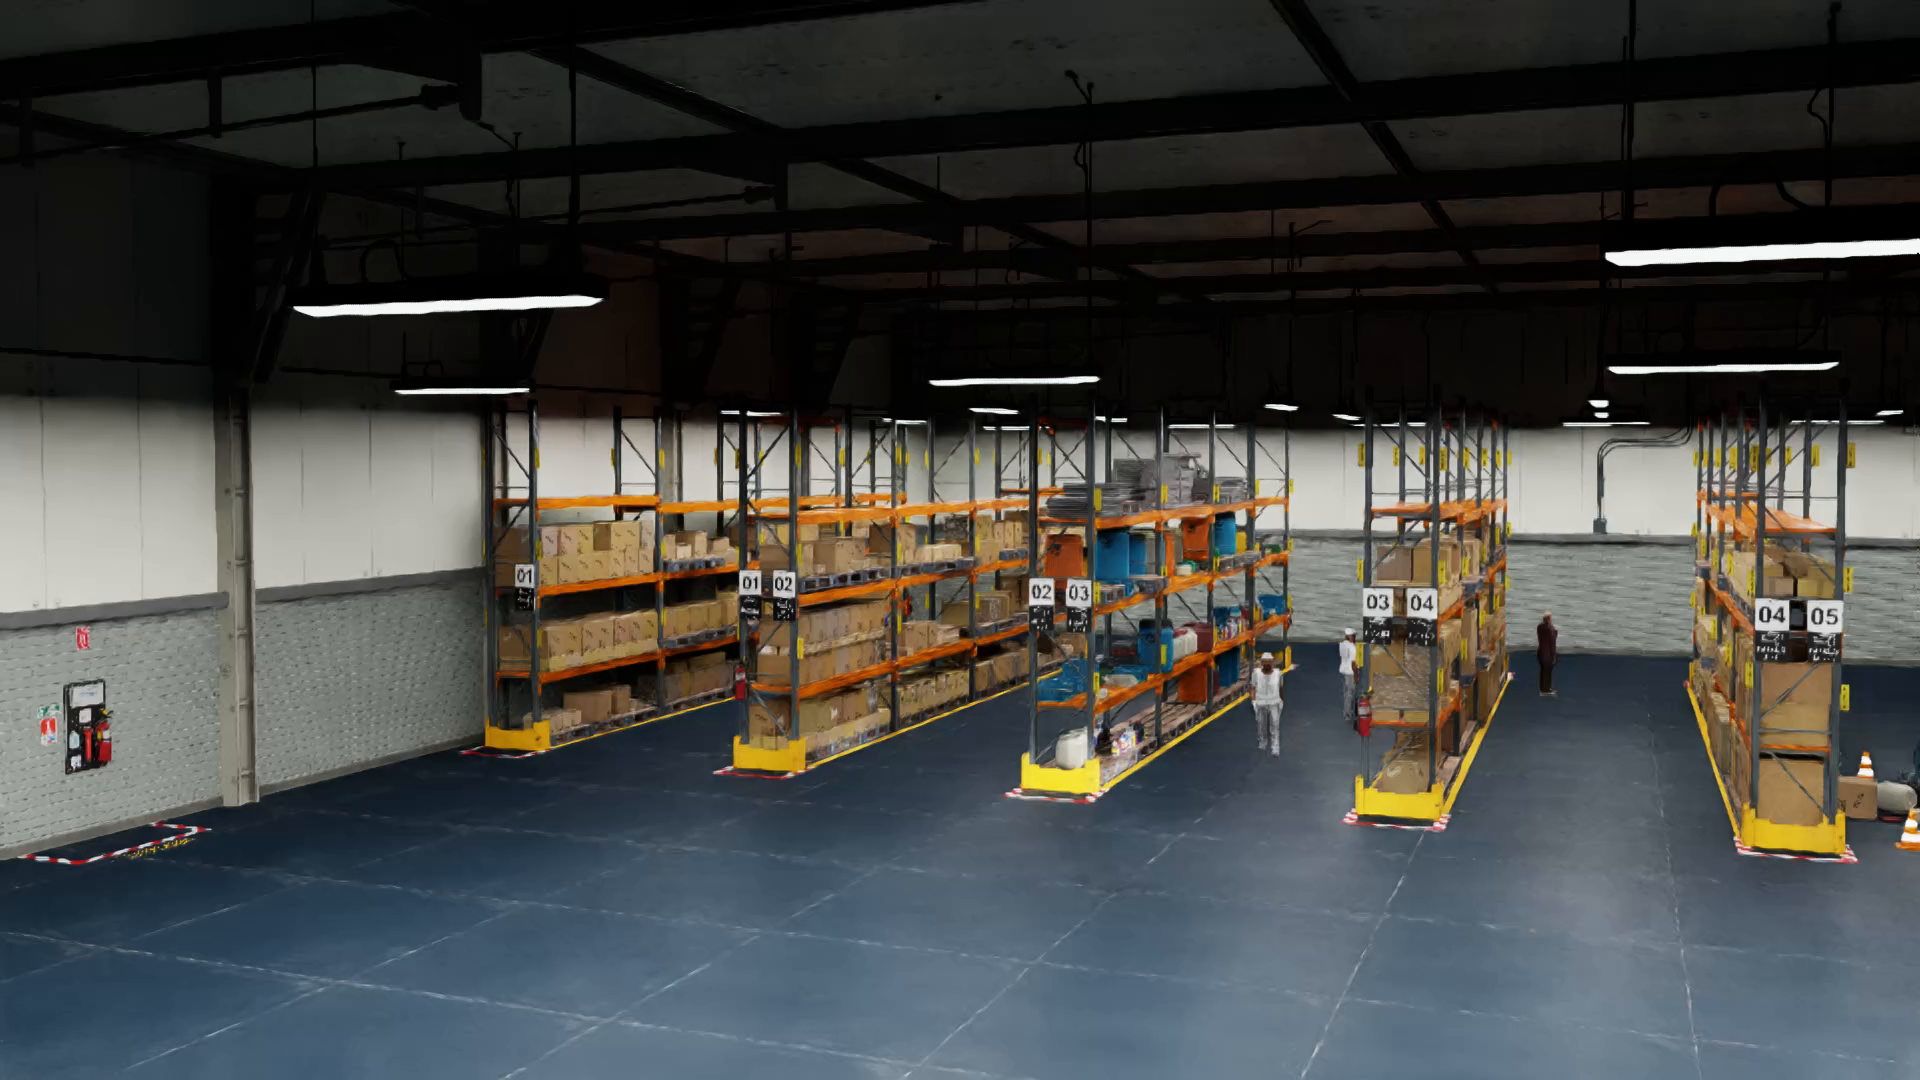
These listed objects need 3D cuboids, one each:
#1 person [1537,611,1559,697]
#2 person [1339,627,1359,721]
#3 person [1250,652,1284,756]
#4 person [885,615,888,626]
[{"bbox_3d":[12.342,2.376,34.829,0.505,1.783,0.632,0,3,-9],"label":"person"},{"bbox_3d":[7.466,2.540,31.654,0.453,1.768,0.632,0,3,-8],"label":"person"},{"bbox_3d":[5.169,2.745,28.045,0.554,1.724,1.029,1,3,13],"label":"person"},{"bbox_3d":[-1.914,2.271,39.049,0.451,1.572,1.088,1,3,20],"label":"person"}]
